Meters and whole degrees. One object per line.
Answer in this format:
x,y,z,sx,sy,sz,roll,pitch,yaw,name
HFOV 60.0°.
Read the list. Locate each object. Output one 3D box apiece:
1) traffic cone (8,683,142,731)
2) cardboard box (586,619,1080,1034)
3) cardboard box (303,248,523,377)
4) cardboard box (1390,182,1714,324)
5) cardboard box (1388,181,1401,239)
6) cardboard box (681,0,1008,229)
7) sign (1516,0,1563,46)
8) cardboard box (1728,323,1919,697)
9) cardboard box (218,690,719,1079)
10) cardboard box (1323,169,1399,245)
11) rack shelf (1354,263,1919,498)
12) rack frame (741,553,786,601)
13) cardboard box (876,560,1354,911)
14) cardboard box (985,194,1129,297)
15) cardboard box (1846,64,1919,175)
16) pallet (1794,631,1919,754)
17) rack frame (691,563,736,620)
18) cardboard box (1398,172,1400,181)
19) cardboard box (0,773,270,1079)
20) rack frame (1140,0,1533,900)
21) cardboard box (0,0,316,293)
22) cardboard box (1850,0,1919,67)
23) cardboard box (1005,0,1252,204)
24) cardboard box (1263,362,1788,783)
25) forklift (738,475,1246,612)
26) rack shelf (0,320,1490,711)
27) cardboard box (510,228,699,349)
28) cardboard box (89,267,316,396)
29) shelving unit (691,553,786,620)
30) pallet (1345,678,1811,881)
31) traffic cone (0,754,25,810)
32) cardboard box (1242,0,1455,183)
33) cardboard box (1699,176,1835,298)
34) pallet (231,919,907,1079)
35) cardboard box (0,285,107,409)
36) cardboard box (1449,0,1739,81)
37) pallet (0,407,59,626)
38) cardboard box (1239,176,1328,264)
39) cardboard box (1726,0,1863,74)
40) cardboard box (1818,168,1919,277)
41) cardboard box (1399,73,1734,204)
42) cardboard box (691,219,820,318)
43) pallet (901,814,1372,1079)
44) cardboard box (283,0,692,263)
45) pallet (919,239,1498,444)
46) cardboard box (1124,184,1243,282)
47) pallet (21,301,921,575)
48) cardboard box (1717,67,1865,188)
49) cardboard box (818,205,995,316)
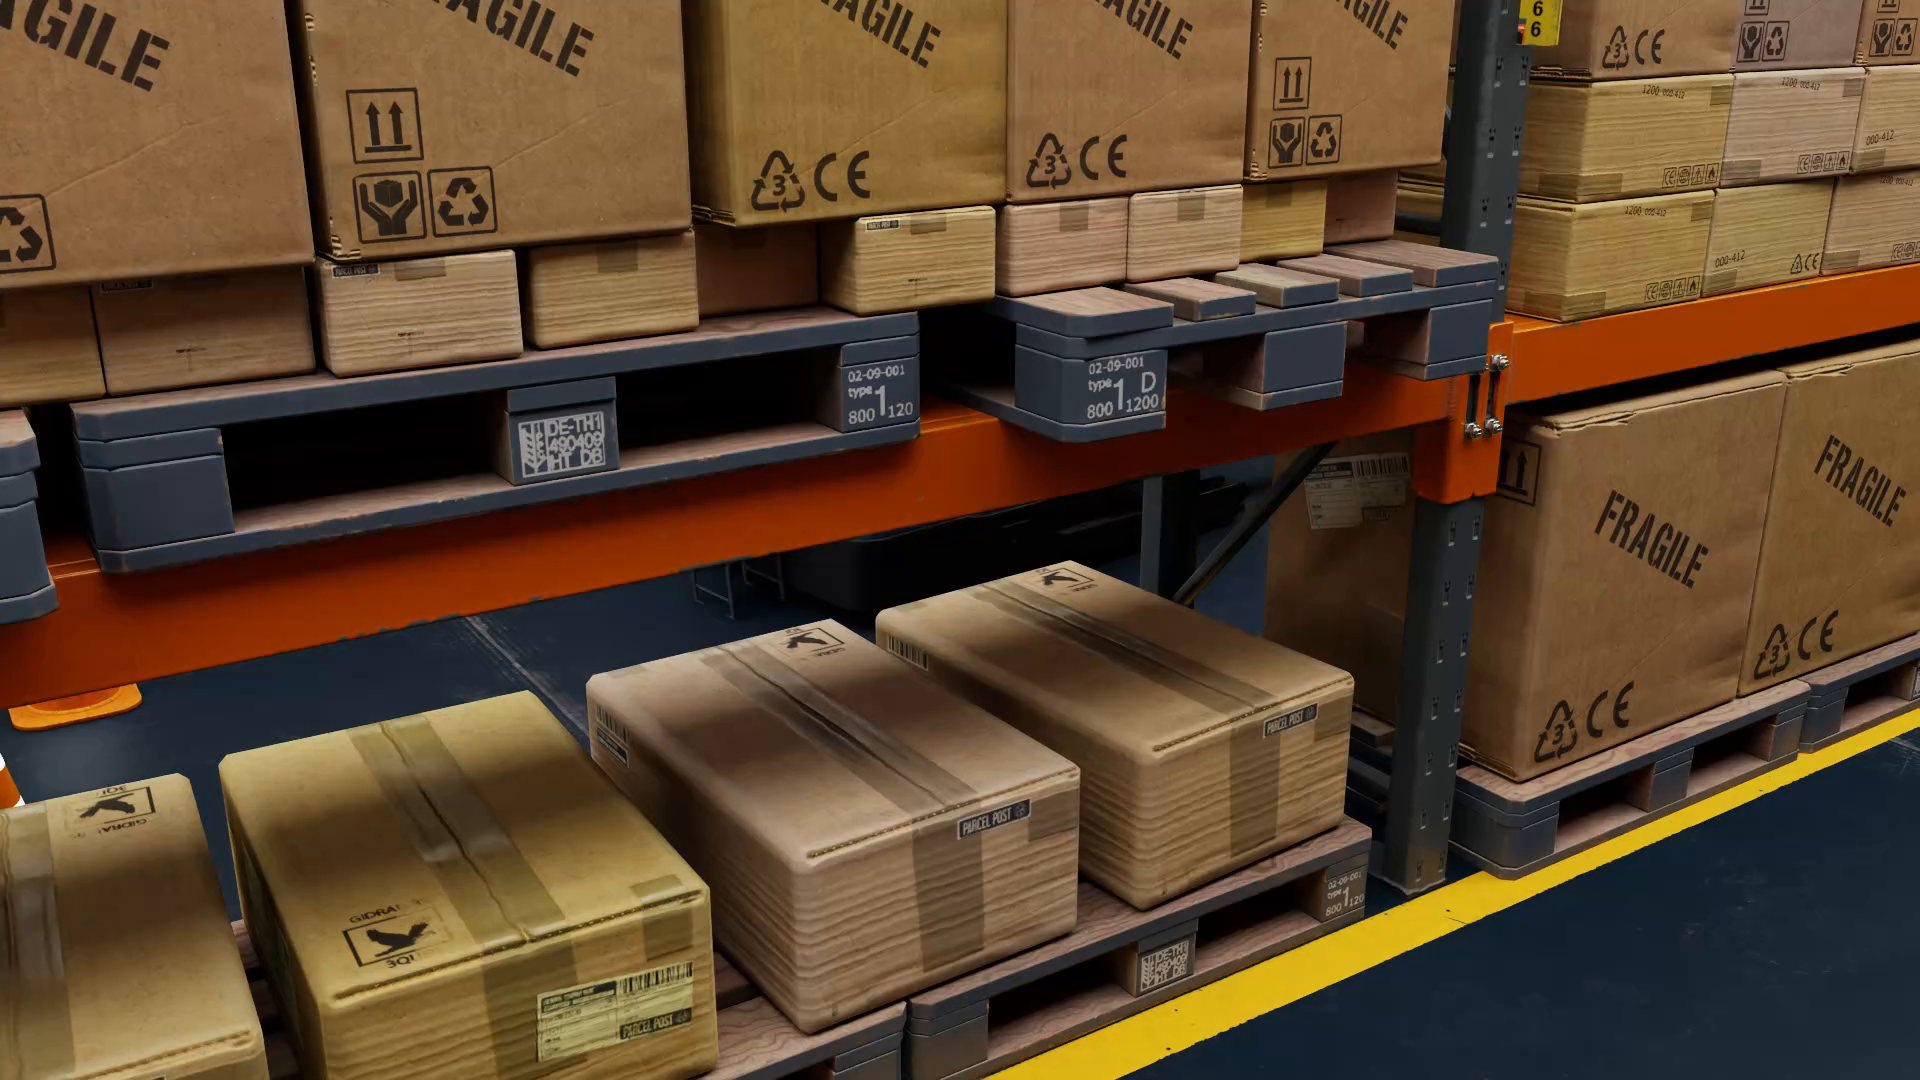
-2.579,0.254,4.771,0.334,0.463,0.336,-12,22,-31,traffic cone
-0.286,0.534,3.429,0.625,0.372,0.950,-12,22,-32,cardboard box
-0.798,-0.351,2.337,0.250,0.149,0.380,-11,22,-29,cardboard box
1.351,-0.689,3.833,0.500,0.250,0.500,-12,22,-32,cardboard box
1.083,-0.829,4.246,0.500,0.250,0.500,-13,23,-33,cardboard box
-0.270,-0.791,2.623,0.500,0.500,0.500,-14,23,-35,cardboard box
1.110,-1.109,3.156,0.005,0.325,0.100,-12,22,-31,sign
2.173,-0.189,4.782,0.875,0.875,0.875,-12,22,-31,cardboard box
-0.922,0.666,3.039,0.625,0.372,0.950,-11,22,-30,cardboard box
0.659,-0.700,3.369,0.250,0.149,0.380,-11,22,-29,cardboard box
2.474,-0.753,4.910,4.000,0.370,1.077,-12,22,-31,rack shelf
-0.693,-0.242,5.506,0.006,0.900,0.240,-21,28,-37,rack frame
0.326,0.402,3.820,0.625,0.372,0.950,-14,23,-35,cardboard box
0.075,-0.535,2.881,0.250,0.149,0.380,-13,23,-34,cardboard box
2.218,-1.105,4.284,0.500,0.250,0.500,-12,22,-32,cardboard box
2.521,0.248,5.183,1.213,0.211,1.003,-12,22,-31,pallet
-0.845,-0.183,5.384,0.006,0.900,0.240,-21,28,-37,rack frame
1.068,-1.060,4.150,0.500,0.250,0.500,-12,22,-32,cardboard box
-1.502,0.789,2.675,0.625,0.372,0.950,-10,21,-28,cardboard box
0.803,-0.741,3.753,0.127,3.000,1.000,-12,22,-31,rack frame
-1.150,-0.601,2.064,0.500,0.500,0.500,-12,22,-32,cardboard box
2.199,-1.460,4.164,0.500,0.500,0.500,-11,22,-30,cardboard box
0.151,-0.880,2.887,0.500,0.500,0.500,-12,22,-32,cardboard box
1.426,-0.033,4.320,0.875,0.875,0.875,-12,22,-32,cardboard box
0.472,-1.522,6.171,3.031,2.935,1.130,-16,24,-39,forklift
-0.867,-0.048,2.826,4.000,0.370,1.077,-12,22,-31,rack shelf
-0.591,-0.406,2.499,0.250,0.149,0.380,-13,22,-33,cardboard box
-1.049,-0.318,2.240,0.250,0.149,0.380,-12,22,-31,cardboard box
-0.769,-0.212,5.445,0.210,0.900,0.258,-21,28,-37,shelving unit
1.503,0.461,4.551,1.213,0.211,1.003,-12,22,-31,pallet
-2.272,0.572,3.829,0.334,0.463,0.336,-12,22,-31,traffic cone
0.577,-0.974,3.165,0.500,0.500,0.500,-13,22,-33,cardboard box
1.770,-0.784,4.115,0.500,0.250,0.500,-13,22,-33,cardboard box
-0.868,0.931,3.162,1.213,0.211,1.003,-12,22,-31,pallet
-1.256,-0.275,2.112,0.250,0.149,0.380,-12,22,-31,cardboard box
1.350,-1.284,3.640,0.500,0.500,0.500,-13,22,-33,cardboard box
-1.819,-0.041,1.983,1.213,0.211,1.003,-12,22,-31,pallet
0.475,-0.634,3.172,0.250,0.149,0.380,-12,22,-31,cardboard box
1.759,-1.373,3.907,0.500,0.500,0.500,-12,22,-31,cardboard box
2.211,-0.875,4.383,0.500,0.250,0.500,-11,22,-30,cardboard box
1.362,-0.930,3.766,0.500,0.250,0.500,-12,22,-32,cardboard box
-0.427,-0.472,2.695,0.250,0.149,0.380,-12,22,-31,cardboard box
0.150,0.717,3.794,1.213,0.211,1.003,-12,22,-31,pallet
-0.726,-0.695,2.340,0.500,0.500,0.500,-13,23,-34,cardboard box
0.267,-0.496,3.328,1.003,0.211,1.213,-12,22,-31,pallet
0.289,-0.577,3.006,0.250,0.149,0.380,-12,22,-32,cardboard box
-0.827,-0.291,2.720,1.213,0.211,1.003,-12,22,-31,pallet
1.795,-1.021,4.034,0.500,0.250,0.500,-11,22,-30,cardboard box
-0.148,-0.483,2.726,0.250,0.149,0.380,-11,22,-30,cardboard box
